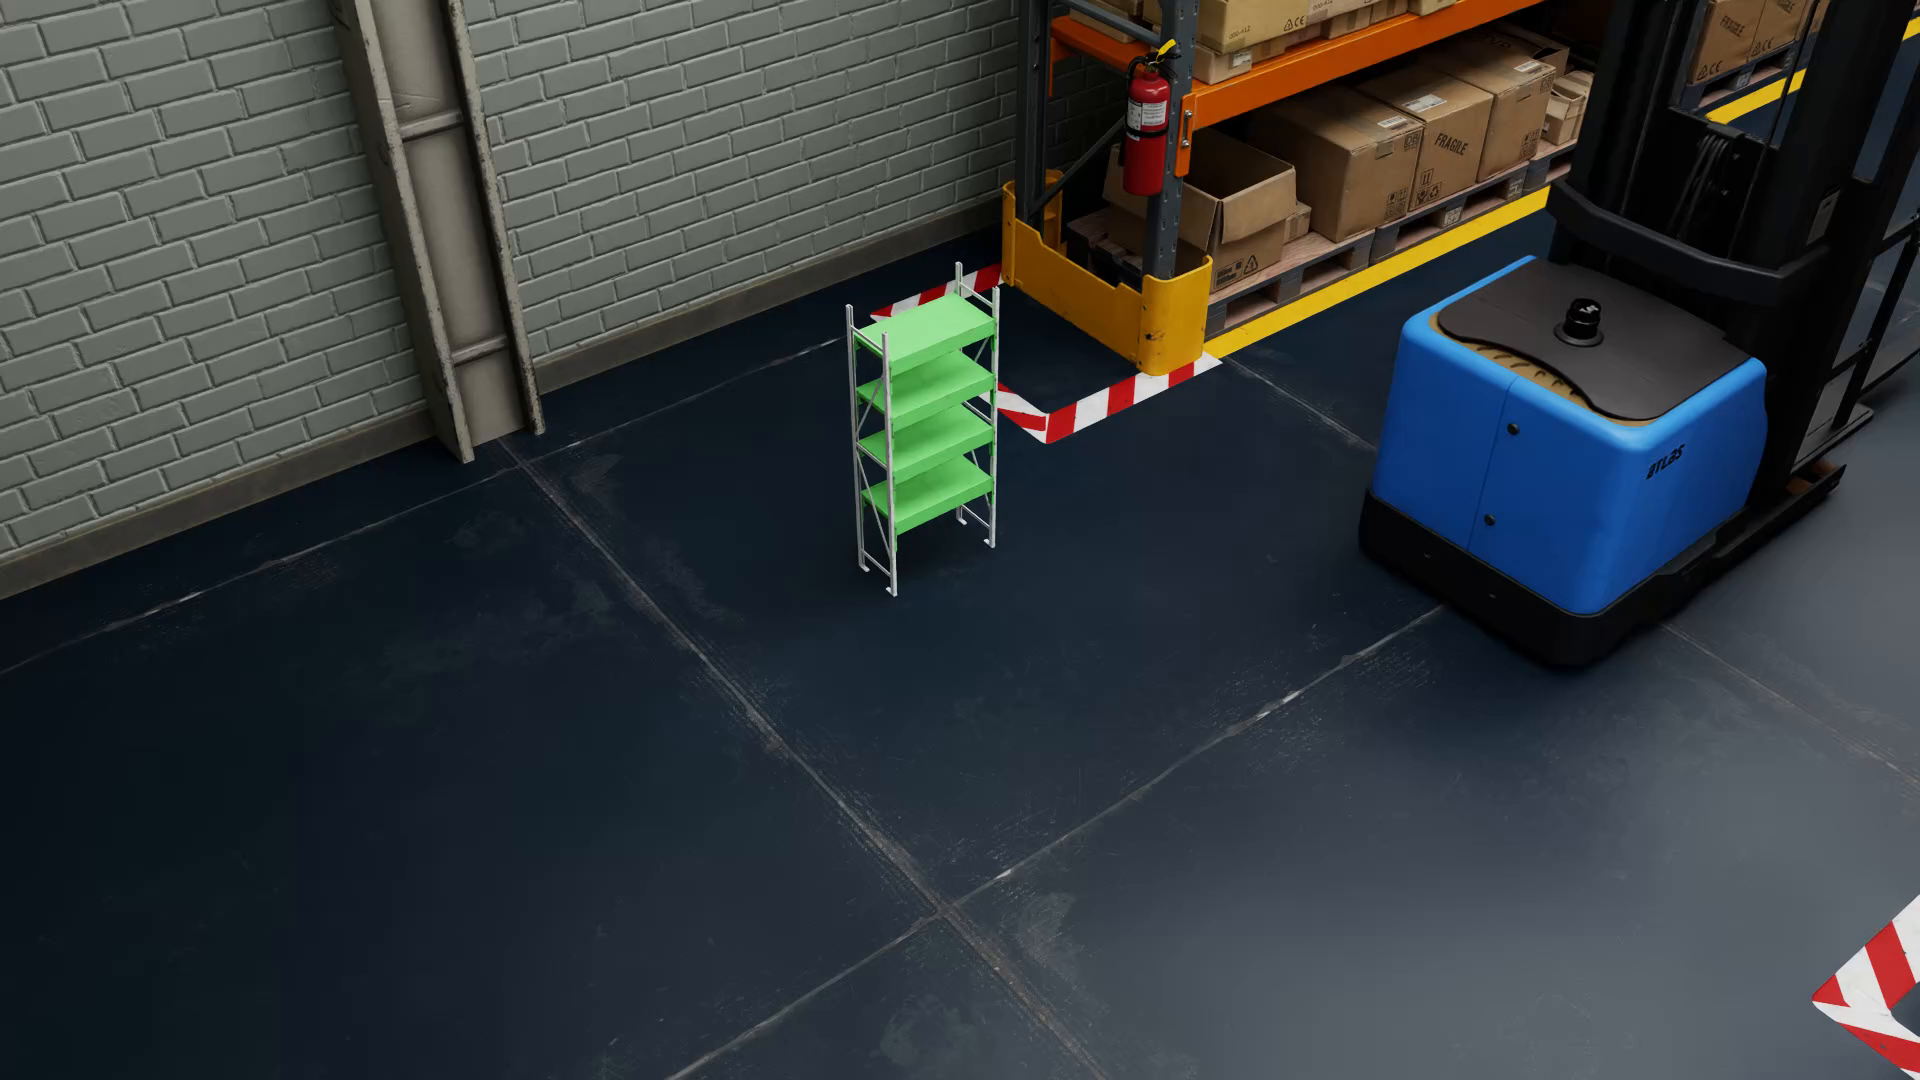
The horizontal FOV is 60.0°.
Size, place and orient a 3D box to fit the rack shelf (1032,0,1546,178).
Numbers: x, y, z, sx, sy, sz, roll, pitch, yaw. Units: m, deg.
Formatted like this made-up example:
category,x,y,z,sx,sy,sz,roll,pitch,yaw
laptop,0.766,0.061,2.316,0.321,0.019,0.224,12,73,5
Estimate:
category,x,y,z,sx,sy,sz,roll,pitch,yaw
rack shelf,2.199,-2.723,8.272,4.000,0.370,1.077,-26,46,-28

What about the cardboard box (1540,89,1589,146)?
category,x,y,z,sx,sy,sz,roll,pitch,yaw
cardboard box,3.239,-2.379,9.109,0.258,0.266,0.396,-24,45,-27

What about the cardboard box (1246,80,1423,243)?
category,x,y,z,sx,sy,sz,roll,pitch,yaw
cardboard box,1.858,-1.924,8.370,0.500,0.500,0.700,-24,45,-26

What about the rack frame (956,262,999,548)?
category,x,y,z,sx,sy,sz,roll,pitch,yaw
rack frame,0.062,-0.494,6.406,0.015,1.200,0.240,-26,46,-28

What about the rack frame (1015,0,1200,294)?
category,x,y,z,sx,sy,sz,roll,pitch,yaw
rack frame,0.614,-2.229,7.102,0.127,3.000,1.000,-26,46,-28

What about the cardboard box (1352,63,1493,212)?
category,x,y,z,sx,sy,sz,roll,pitch,yaw
cardboard box,2.338,-2.078,8.558,0.500,0.500,0.500,-25,46,-27

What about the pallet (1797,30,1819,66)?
category,x,y,z,sx,sy,sz,roll,pitch,yaw
pallet,5.375,-3.504,10.855,1.213,0.211,1.003,-26,46,-28

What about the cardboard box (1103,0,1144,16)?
category,x,y,z,sx,sy,sz,roll,pitch,yaw
cardboard box,0.817,-2.597,7.434,0.500,0.250,0.500,-25,45,-27

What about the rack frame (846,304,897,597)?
category,x,y,z,sx,sy,sz,roll,pitch,yaw
rack frame,-0.325,-0.306,6.176,0.015,1.200,0.240,-26,46,-28

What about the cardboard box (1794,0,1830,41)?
category,x,y,z,sx,sy,sz,roll,pitch,yaw
cardboard box,5.120,-3.446,10.225,0.500,0.500,0.500,-27,47,-29

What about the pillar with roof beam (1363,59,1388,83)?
category,x,y,z,sx,sy,sz,roll,pitch,yaw
pillar with roof beam,5.307,-4.113,4.669,0.400,9.000,9.100,-26,46,-28

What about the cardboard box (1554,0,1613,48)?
category,x,y,z,sx,sy,sz,roll,pitch,yaw
cardboard box,3.994,-3.309,10.058,0.500,0.500,0.500,-26,46,-28

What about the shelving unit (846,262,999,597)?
category,x,y,z,sx,sy,sz,roll,pitch,yaw
shelving unit,-0.131,-0.400,6.291,0.503,1.200,0.258,-26,46,-28

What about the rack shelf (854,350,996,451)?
category,x,y,z,sx,sy,sz,roll,pitch,yaw
rack shelf,-0.131,-0.536,6.180,0.480,0.148,0.258,-26,46,-28

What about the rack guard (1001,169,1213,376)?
category,x,y,z,sx,sy,sz,roll,pitch,yaw
rack guard,0.674,-1.292,7.930,0.348,0.500,1.175,-26,46,-28

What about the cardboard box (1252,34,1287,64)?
category,x,y,z,sx,sy,sz,roll,pitch,yaw
cardboard box,1.215,-2.242,7.316,0.250,0.149,0.380,-25,45,-27

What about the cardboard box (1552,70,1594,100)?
category,x,y,z,sx,sy,sz,roll,pitch,yaw
cardboard box,3.522,-2.472,9.315,0.250,0.149,0.380,-27,47,-29

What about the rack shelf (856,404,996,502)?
category,x,y,z,sx,sy,sz,roll,pitch,yaw
rack shelf,-0.131,-0.350,6.332,0.480,0.148,0.258,-26,46,-28

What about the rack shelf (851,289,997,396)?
category,x,y,z,sx,sy,sz,roll,pitch,yaw
rack shelf,-0.131,-0.722,6.028,0.480,0.148,0.258,-26,46,-28

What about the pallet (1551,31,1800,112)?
category,x,y,z,sx,sy,sz,roll,pitch,yaw
pallet,4.407,-3.030,10.277,1.213,0.211,1.003,-26,46,-28

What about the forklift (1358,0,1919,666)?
category,x,y,z,sx,sy,sz,roll,pitch,yaw
forklift,3.052,-1.457,6.216,3.031,2.935,1.130,-28,47,-30

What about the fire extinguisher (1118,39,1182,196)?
category,x,y,z,sx,sy,sz,roll,pitch,yaw
fire extinguisher,0.779,-1.765,6.892,0.183,0.674,0.296,-26,46,-28

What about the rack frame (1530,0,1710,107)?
category,x,y,z,sx,sy,sz,roll,pitch,yaw
rack frame,3.785,-3.775,8.986,0.127,3.000,1.000,-26,46,-28

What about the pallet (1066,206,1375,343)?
category,x,y,z,sx,sy,sz,roll,pitch,yaw
pallet,1.305,-1.488,8.398,1.213,0.211,1.003,-26,46,-28

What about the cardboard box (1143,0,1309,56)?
category,x,y,z,sx,sy,sz,roll,pitch,yaw
cardboard box,1.138,-2.326,7.103,0.500,0.250,0.500,-26,46,-28

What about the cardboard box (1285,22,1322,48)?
category,x,y,z,sx,sy,sz,roll,pitch,yaw
cardboard box,1.402,-2.361,7.461,0.250,0.149,0.380,-27,46,-29

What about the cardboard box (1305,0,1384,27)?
category,x,y,z,sx,sy,sz,roll,pitch,yaw
cardboard box,1.537,-2.520,7.341,0.500,0.250,0.500,-25,46,-28

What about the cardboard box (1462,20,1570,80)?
category,x,y,z,sx,sy,sz,roll,pitch,yaw
cardboard box,3.117,-2.761,9.539,0.500,0.311,0.500,-24,45,-27

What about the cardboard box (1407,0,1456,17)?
category,x,y,z,sx,sy,sz,roll,pitch,yaw
cardboard box,2.093,-2.593,7.744,0.250,0.149,0.380,-27,47,-29

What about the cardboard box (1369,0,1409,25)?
category,x,y,z,sx,sy,sz,roll,pitch,yaw
cardboard box,1.847,-2.534,7.671,0.250,0.149,0.380,-25,46,-27

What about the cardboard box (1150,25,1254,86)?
category,x,y,z,sx,sy,sz,roll,pitch,yaw
cardboard box,1.041,-2.121,7.168,0.250,0.149,0.380,-26,46,-28

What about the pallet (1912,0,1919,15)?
category,x,y,z,sx,sy,sz,roll,pitch,yaw
pallet,6.342,-3.973,11.426,1.213,0.211,1.003,-26,46,-28

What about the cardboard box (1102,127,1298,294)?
category,x,y,z,sx,sy,sz,roll,pitch,yaw
cardboard box,1.156,-1.615,7.990,0.637,0.503,0.797,-28,47,-30

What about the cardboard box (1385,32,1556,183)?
category,x,y,z,sx,sy,sz,roll,pitch,yaw
cardboard box,2.681,-2.325,8.859,0.500,0.500,0.700,-28,47,-30

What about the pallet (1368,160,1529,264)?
category,x,y,z,sx,sy,sz,roll,pitch,yaw
pallet,2.272,-1.957,8.970,1.213,0.211,1.003,-26,46,-28

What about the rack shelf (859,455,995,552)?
category,x,y,z,sx,sy,sz,roll,pitch,yaw
rack shelf,-0.131,-0.165,6.484,0.480,0.148,0.258,-26,46,-28

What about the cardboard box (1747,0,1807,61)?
category,x,y,z,sx,sy,sz,roll,pitch,yaw
cardboard box,4.722,-3.255,9.993,0.500,0.500,0.500,-27,46,-29

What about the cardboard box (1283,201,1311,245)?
category,x,y,z,sx,sy,sz,roll,pitch,yaw
cardboard box,1.517,-1.622,8.279,0.250,0.149,0.380,-28,47,-30

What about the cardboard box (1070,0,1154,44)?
category,x,y,z,sx,sy,sz,roll,pitch,yaw
cardboard box,0.713,-2.395,7.502,0.250,0.149,0.380,-27,46,-29

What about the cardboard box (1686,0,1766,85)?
category,x,y,z,sx,sy,sz,roll,pitch,yaw
cardboard box,4.306,-3.044,9.736,0.500,0.500,0.500,-24,45,-26

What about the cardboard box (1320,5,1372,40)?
category,x,y,z,sx,sy,sz,roll,pitch,yaw
cardboard box,1.640,-2.428,7.543,0.250,0.149,0.380,-25,45,-27

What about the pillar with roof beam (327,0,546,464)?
category,x,y,z,sx,sy,sz,roll,pitch,yaw
pillar with roof beam,0.550,-1.794,1.842,0.400,9.000,9.100,-26,46,-28

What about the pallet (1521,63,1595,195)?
category,x,y,z,sx,sy,sz,roll,pitch,yaw
pallet,3.240,-2.431,9.548,1.213,0.211,1.003,-26,46,-28
